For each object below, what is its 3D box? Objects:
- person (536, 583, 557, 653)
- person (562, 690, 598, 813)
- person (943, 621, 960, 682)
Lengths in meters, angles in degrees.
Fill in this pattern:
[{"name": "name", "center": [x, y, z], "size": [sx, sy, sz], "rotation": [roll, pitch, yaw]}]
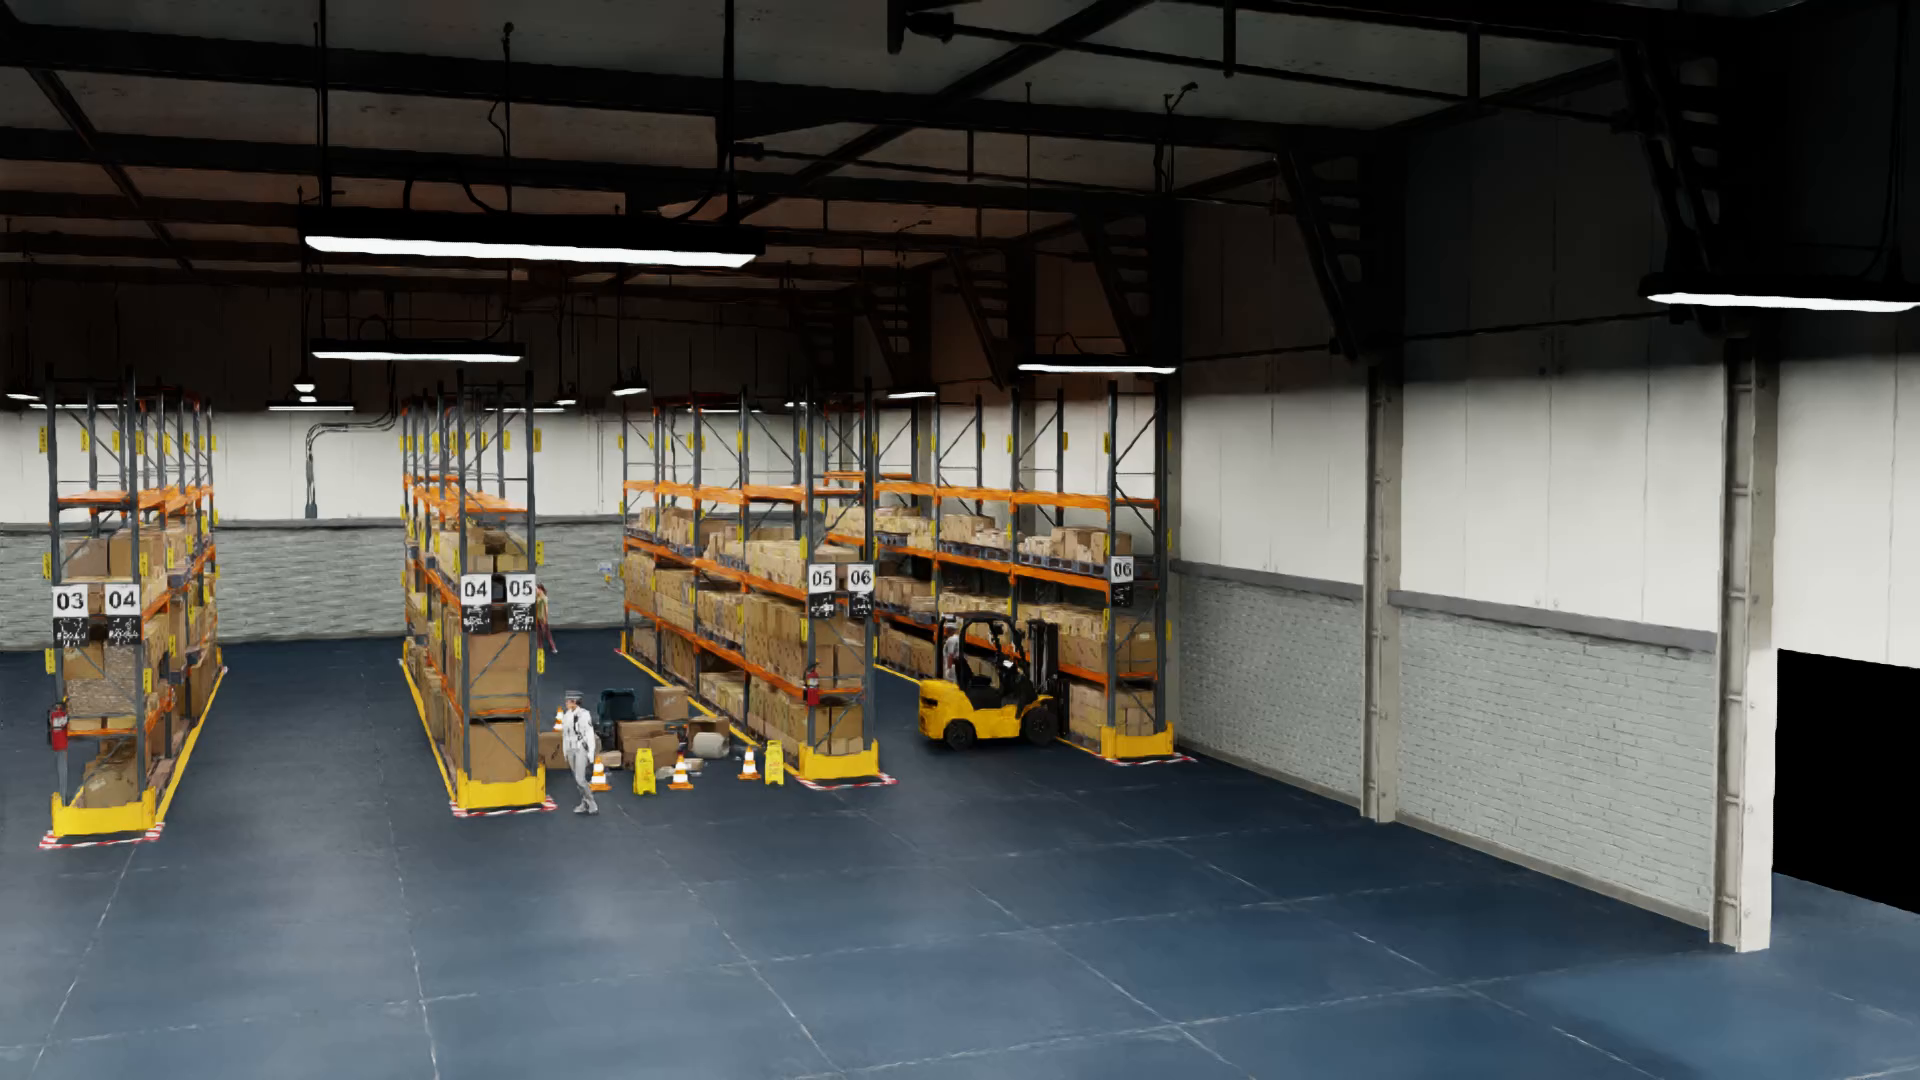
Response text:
[{"name": "person", "center": [-9.881, 1.865, 39.559], "size": [0.639, 1.670, 0.466], "rotation": [3, 4, 41]}, {"name": "person", "center": [-5.145, 2.851, 22.473], "size": [0.577, 1.657, 0.408], "rotation": [2, 4, 34]}, {"name": "person", "center": [-0.168, 2.329, 30.220], "size": [0.589, 1.782, 0.672], "rotation": [0, 3, 5]}]
